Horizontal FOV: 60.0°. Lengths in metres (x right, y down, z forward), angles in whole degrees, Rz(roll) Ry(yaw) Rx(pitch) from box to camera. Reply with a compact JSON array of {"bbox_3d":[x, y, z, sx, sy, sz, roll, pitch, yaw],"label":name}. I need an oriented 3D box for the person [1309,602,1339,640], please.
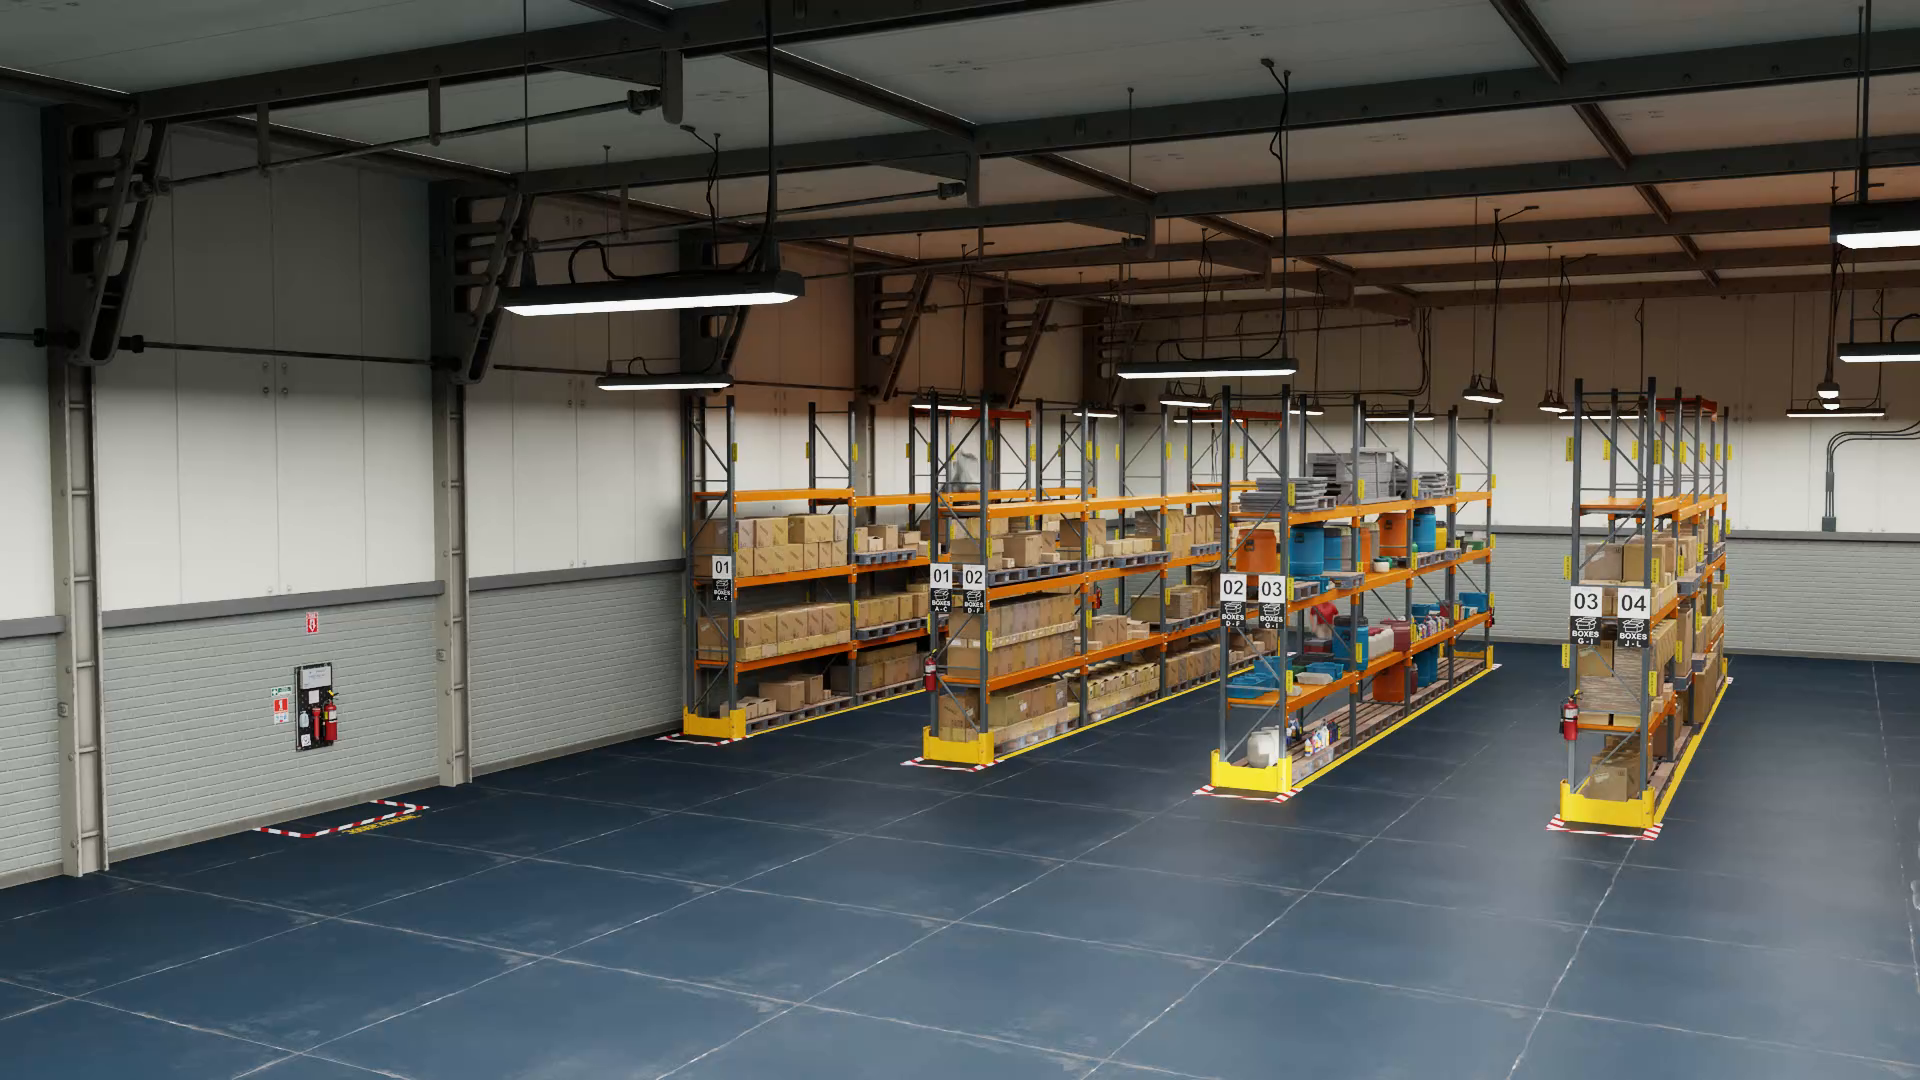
[{"bbox_3d":[8.579,2.112,39.135,0.700,1.701,0.595,0,3,5],"label":"person"}]
